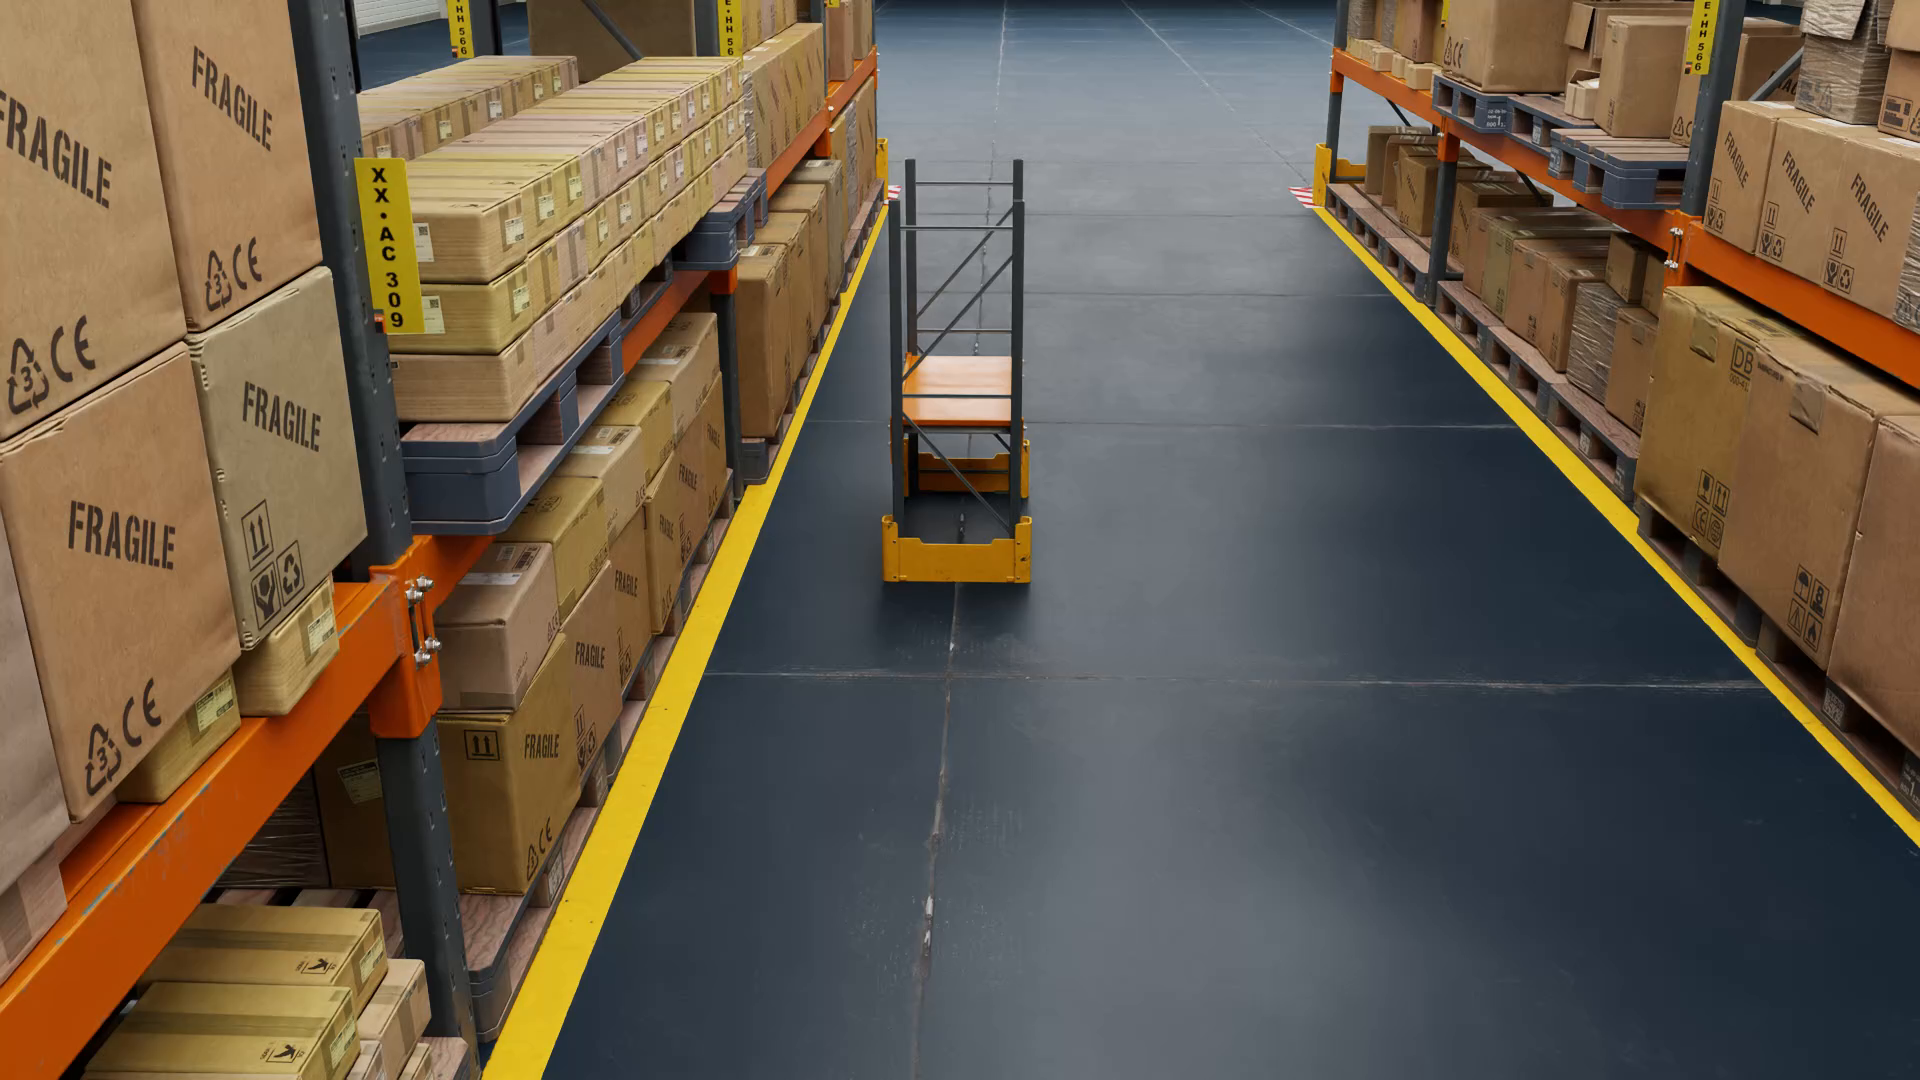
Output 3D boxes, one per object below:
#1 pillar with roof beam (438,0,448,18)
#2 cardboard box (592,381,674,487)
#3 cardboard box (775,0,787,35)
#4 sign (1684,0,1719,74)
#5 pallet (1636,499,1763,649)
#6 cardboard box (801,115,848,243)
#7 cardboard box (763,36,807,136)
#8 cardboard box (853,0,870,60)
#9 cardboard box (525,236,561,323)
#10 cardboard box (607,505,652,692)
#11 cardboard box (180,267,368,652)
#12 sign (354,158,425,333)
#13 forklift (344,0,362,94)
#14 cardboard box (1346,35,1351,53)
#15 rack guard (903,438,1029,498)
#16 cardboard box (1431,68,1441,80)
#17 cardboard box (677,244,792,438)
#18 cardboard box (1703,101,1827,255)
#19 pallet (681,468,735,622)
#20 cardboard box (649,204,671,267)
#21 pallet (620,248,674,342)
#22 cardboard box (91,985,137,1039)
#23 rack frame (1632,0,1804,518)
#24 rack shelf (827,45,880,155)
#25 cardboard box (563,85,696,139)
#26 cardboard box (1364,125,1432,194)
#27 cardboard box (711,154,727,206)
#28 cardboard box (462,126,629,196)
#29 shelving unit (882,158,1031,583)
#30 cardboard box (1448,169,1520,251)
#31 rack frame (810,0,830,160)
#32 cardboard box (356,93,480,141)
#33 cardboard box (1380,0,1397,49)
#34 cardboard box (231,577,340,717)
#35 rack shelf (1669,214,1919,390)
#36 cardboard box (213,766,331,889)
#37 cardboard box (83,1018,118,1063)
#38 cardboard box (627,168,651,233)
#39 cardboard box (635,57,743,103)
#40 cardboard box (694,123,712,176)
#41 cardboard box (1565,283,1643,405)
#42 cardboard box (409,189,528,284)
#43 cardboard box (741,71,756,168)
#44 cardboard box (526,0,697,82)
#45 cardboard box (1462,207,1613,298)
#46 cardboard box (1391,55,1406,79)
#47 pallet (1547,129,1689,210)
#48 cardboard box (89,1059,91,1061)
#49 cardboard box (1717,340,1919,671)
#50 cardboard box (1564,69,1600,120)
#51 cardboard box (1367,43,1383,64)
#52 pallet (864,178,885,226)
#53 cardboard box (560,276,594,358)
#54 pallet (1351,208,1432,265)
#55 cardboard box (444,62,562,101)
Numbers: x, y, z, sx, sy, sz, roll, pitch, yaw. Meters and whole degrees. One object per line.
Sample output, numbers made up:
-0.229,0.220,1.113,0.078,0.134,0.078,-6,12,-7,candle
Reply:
-7.040,-15.738,35.151,9.100,9.000,0.400,1,21,2,pillar with roof beam
-1.276,-0.353,5.630,0.500,0.250,0.500,1,21,3,cardboard box
-1.383,-3.183,9.565,0.700,0.500,0.500,0,21,1,cardboard box
2.930,-2.004,6.555,0.100,0.325,0.005,1,21,2,sign
3.374,0.086,6.515,1.003,0.211,1.213,1,21,2,pallet
-1.271,-2.467,11.598,0.875,0.875,0.875,1,21,2,cardboard box
-1.139,-2.525,9.252,0.500,0.500,0.500,1,21,2,cardboard box
-1.199,-4.218,13.546,0.875,0.550,0.550,1,21,2,cardboard box
-1.126,-0.592,3.762,0.380,0.149,0.250,0,21,1,cardboard box
-1.299,0.181,5.290,0.500,0.500,0.500,1,21,3,cardboard box
-1.336,-0.150,2.720,0.500,0.500,0.500,1,21,2,cardboard box
-1.061,-0.543,3.086,0.100,0.325,0.005,1,21,2,sign
-3.667,-2.202,8.652,1.130,2.935,3.031,-7,22,-18,forklift
3.469,-4.173,13.985,0.380,0.149,0.250,1,21,2,cardboard box
0.017,-0.324,7.519,0.587,0.250,0.087,1,21,2,rack guard
3.392,-3.088,11.189,0.380,0.149,0.250,1,21,2,cardboard box
-1.373,-0.955,7.874,1.050,0.750,0.750,0,21,1,cardboard box
3.186,-1.372,6.280,0.500,0.500,0.500,1,21,3,cardboard box
-1.507,-0.007,6.755,1.003,0.211,1.213,1,21,2,pallet
-1.087,-0.922,5.026,0.380,0.149,0.250,0,21,-1,cardboard box
-1.501,-0.784,5.167,1.003,0.211,1.213,1,21,2,pallet
-1.821,0.835,3.268,0.380,0.149,0.250,1,21,4,cardboard box
3.473,-1.498,6.744,1.000,3.000,0.127,1,21,2,rack frame
-1.299,-3.423,12.700,1.077,0.370,4.000,1,21,2,rack shelf
-1.074,-1.394,5.419,0.380,0.149,0.250,1,21,2,cardboard box
3.680,-3.196,13.993,0.500,0.500,0.500,5,22,12,cardboard box
-1.054,-1.302,6.004,0.380,0.149,0.250,1,21,3,cardboard box
-1.102,-1.013,4.437,0.380,0.149,0.250,0,21,1,cardboard box
0.002,-0.727,6.829,0.587,1.500,1.083,1,21,2,shelving unit
3.657,-2.326,11.753,0.500,0.500,0.500,8,22,19,cardboard box
-1.360,-3.036,10.706,1.000,3.000,0.127,1,21,2,rack frame
-1.728,-1.305,5.190,0.380,0.149,0.250,1,21,3,cardboard box
3.718,-4.015,12.681,0.875,0.500,0.500,1,21,2,cardboard box
-1.277,0.174,2.781,0.380,0.149,0.250,0,21,0,cardboard box
3.412,-0.440,5.010,1.077,0.370,4.000,1,21,2,rack shelf
-1.833,0.556,4.324,0.500,0.500,0.500,0,21,1,cardboard box
-1.934,0.979,3.308,0.380,0.149,0.250,2,21,4,cardboard box
-1.097,-0.972,4.744,0.380,0.149,0.250,0,21,1,cardboard box
-1.038,-1.763,6.370,0.380,0.149,0.250,0,21,0,cardboard box
-1.062,-1.341,5.694,0.380,0.149,0.250,1,21,2,cardboard box
3.477,-0.981,8.258,0.700,0.500,0.500,-1,21,-3,cardboard box
-1.132,-0.636,3.467,0.380,0.149,0.250,2,21,4,cardboard box
-1.198,-1.795,7.371,0.500,0.500,0.500,1,21,2,cardboard box
-1.458,-2.264,7.197,0.700,0.500,0.500,1,21,1,cardboard box
3.554,-1.762,10.272,0.700,0.500,0.500,-1,21,-3,cardboard box
3.368,-3.451,12.122,0.380,0.149,0.250,1,21,2,cardboard box
3.388,-1.668,7.445,1.213,0.211,1.003,1,21,2,pallet
-1.936,1.118,3.361,0.380,0.149,0.250,0,21,-1,cardboard box
3.396,-0.132,5.579,1.225,0.875,0.875,1,21,2,cardboard box
3.254,-2.237,8.253,0.396,0.266,0.258,0,21,0,cardboard box
3.418,-3.812,13.054,0.380,0.149,0.250,1,21,2,cardboard box
-1.185,-2.892,14.190,1.003,0.211,1.213,1,21,2,pallet
-1.118,-0.550,4.066,0.380,0.149,0.250,1,21,2,cardboard box
3.614,-2.330,12.742,1.003,0.211,1.213,1,21,2,pallet
-1.695,-1.683,6.165,0.380,0.149,0.250,0,21,0,cardboard box
